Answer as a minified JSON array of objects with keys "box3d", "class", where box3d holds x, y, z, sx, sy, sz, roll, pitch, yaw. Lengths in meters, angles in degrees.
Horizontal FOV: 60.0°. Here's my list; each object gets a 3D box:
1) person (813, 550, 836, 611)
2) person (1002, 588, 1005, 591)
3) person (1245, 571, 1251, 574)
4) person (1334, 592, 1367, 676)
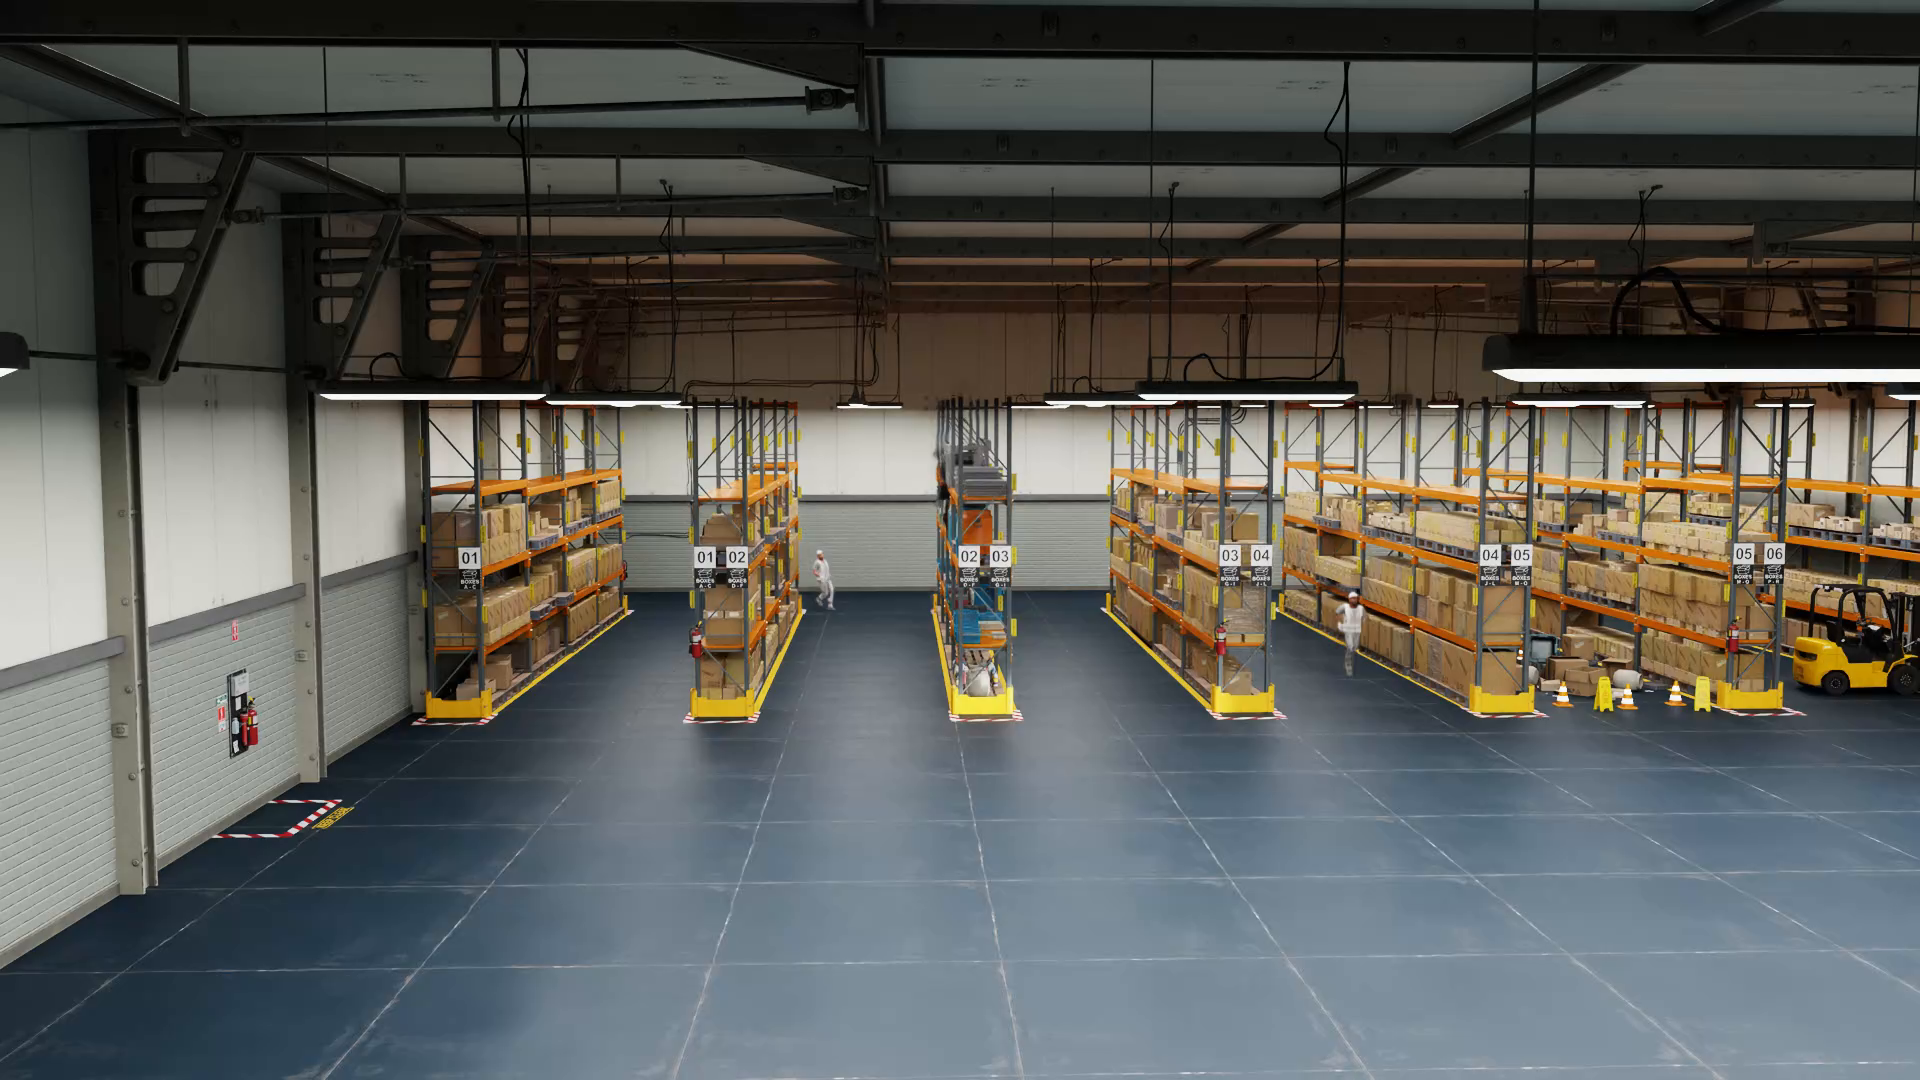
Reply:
[{"box3d":[-3.927,1.166,47.859,0.746,1.762,0.718,3,5,37],"class":"person"},{"box3d":[1.091,1.075,49.043,0.564,1.718,0.704,0,4,6],"class":"person"},{"box3d":[8.012,1.281,46.064,0.734,1.764,0.992,0,4,0],"class":"person"},{"box3d":[8.542,2.045,36.216,0.654,1.841,0.776,-1,5,-12],"class":"person"}]
